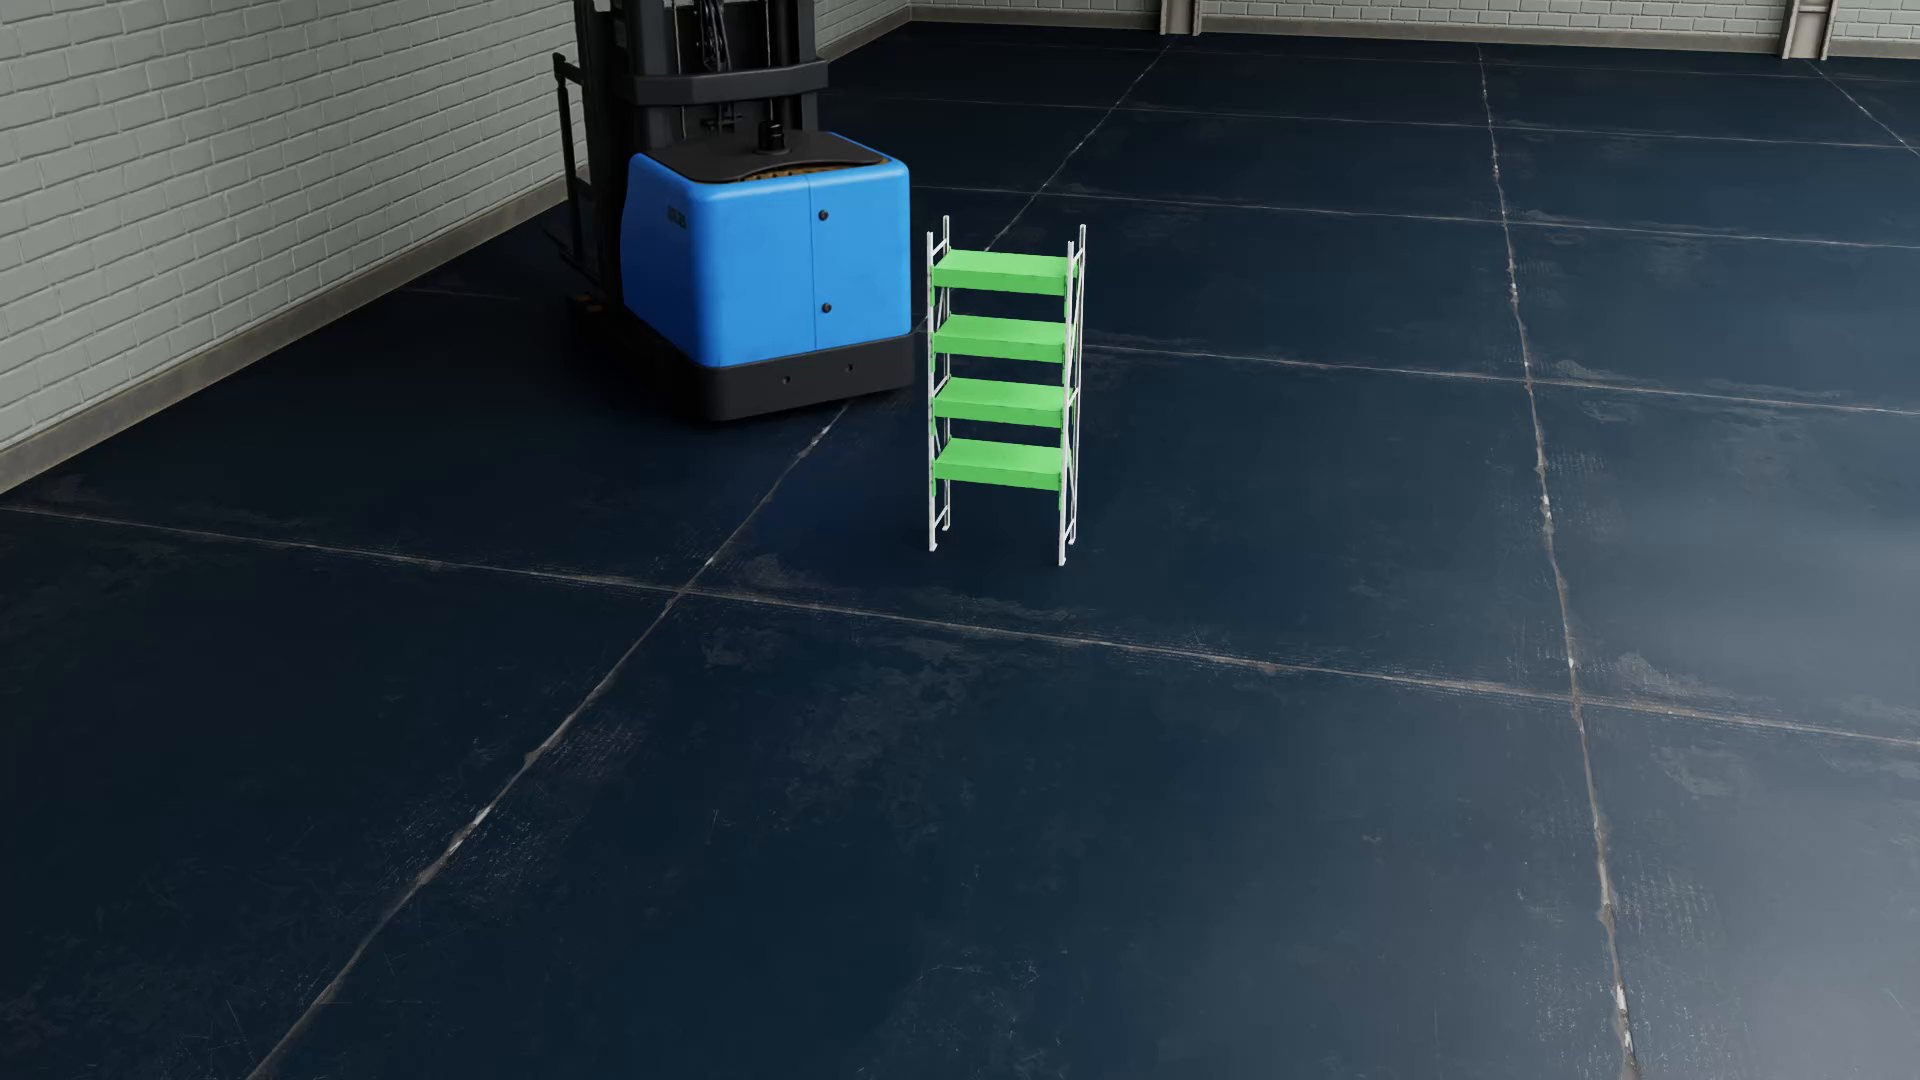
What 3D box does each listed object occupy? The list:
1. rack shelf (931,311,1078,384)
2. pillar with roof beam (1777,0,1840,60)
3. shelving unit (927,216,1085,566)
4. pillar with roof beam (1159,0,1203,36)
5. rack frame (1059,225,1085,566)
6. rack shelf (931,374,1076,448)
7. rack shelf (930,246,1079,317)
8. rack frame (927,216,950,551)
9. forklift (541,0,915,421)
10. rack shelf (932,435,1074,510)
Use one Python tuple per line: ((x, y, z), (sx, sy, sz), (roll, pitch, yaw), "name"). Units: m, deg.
((0.160, -0.683, 5.879), (0.480, 0.148, 0.258), (6, 26, 13), "rack shelf")
((7.044, -6.935, 10.348), (0.400, 9.000, 9.100), (6, 26, 13), "pillar with roof beam")
((0.160, -0.524, 5.955), (0.503, 1.200, 0.258), (6, 26, 13), "shelving unit")
((1.233, -7.577, 11.697), (0.400, 9.000, 9.100), (6, 26, 13), "pillar with roof beam")
((0.397, -0.498, 5.900), (0.015, 1.200, 0.240), (6, 26, 13), "rack frame")
((0.160, -0.466, 5.982), (0.480, 0.148, 0.258), (6, 26, 13), "rack shelf")
((0.160, -0.900, 5.776), (0.480, 0.148, 0.258), (6, 26, 13), "rack shelf")
((-0.076, -0.550, 6.010), (0.015, 1.200, 0.240), (6, 26, 13), "rack frame")
((-1.364, -2.430, 7.945), (1.130, 2.935, 3.031), (-14, 29, -26), "forklift")
((0.160, -0.250, 6.085), (0.480, 0.148, 0.258), (6, 26, 13), "rack shelf")
